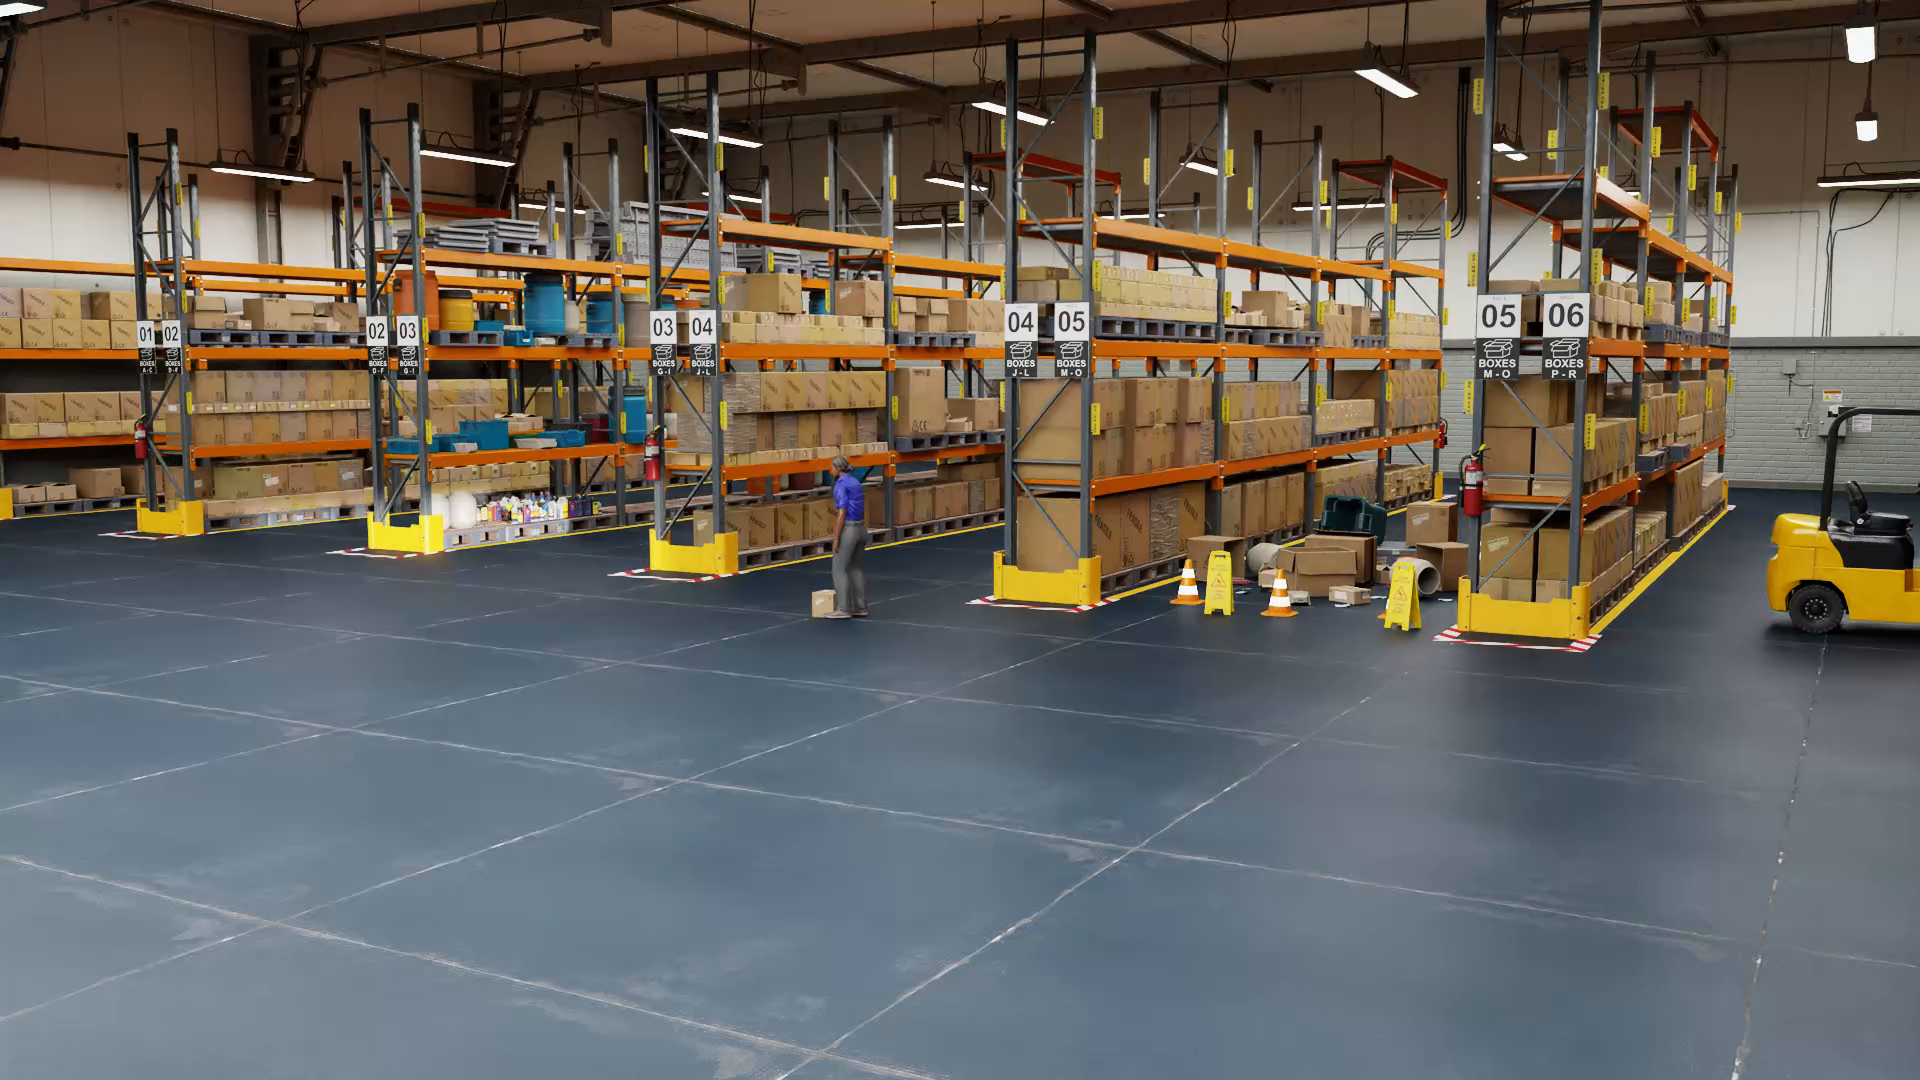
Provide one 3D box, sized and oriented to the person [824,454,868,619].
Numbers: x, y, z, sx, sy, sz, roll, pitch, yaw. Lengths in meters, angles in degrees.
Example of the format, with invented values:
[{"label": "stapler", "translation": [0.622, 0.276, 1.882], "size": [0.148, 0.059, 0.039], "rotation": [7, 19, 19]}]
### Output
[{"label": "person", "translation": [-1.146, -0.037, 16.745], "size": [0.403, 1.654, 0.530], "rotation": [3, 7, 25]}]
